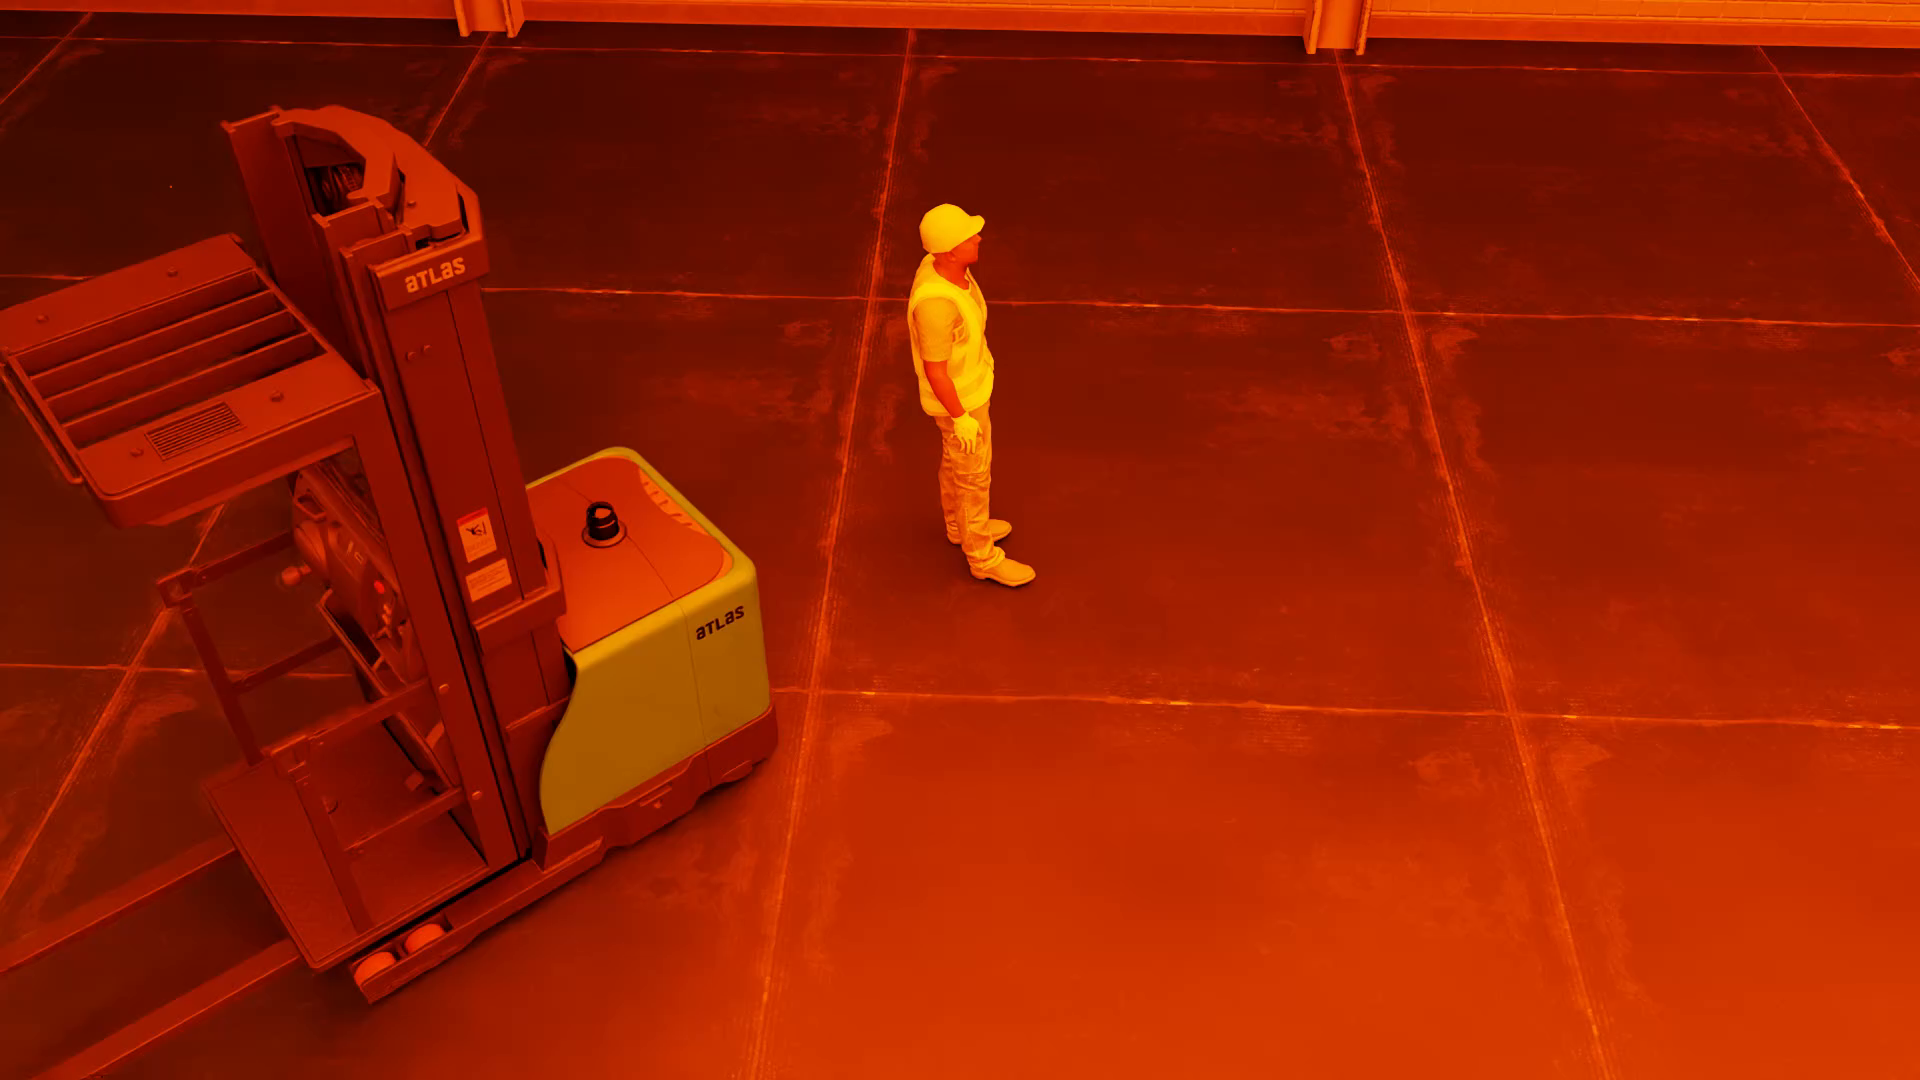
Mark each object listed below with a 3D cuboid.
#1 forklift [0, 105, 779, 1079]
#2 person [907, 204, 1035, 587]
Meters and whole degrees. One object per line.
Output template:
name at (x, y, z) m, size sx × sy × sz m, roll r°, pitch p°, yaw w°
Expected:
forklift at (-2.214, 0.185, 5.540) m, size 3.031 × 2.935 × 1.130 m, roll -29°, pitch 50°, yaw -28°
person at (0.072, -0.656, 7.302) m, size 0.576 × 1.781 × 0.656 m, roll 2°, pitch 42°, yaw 2°
